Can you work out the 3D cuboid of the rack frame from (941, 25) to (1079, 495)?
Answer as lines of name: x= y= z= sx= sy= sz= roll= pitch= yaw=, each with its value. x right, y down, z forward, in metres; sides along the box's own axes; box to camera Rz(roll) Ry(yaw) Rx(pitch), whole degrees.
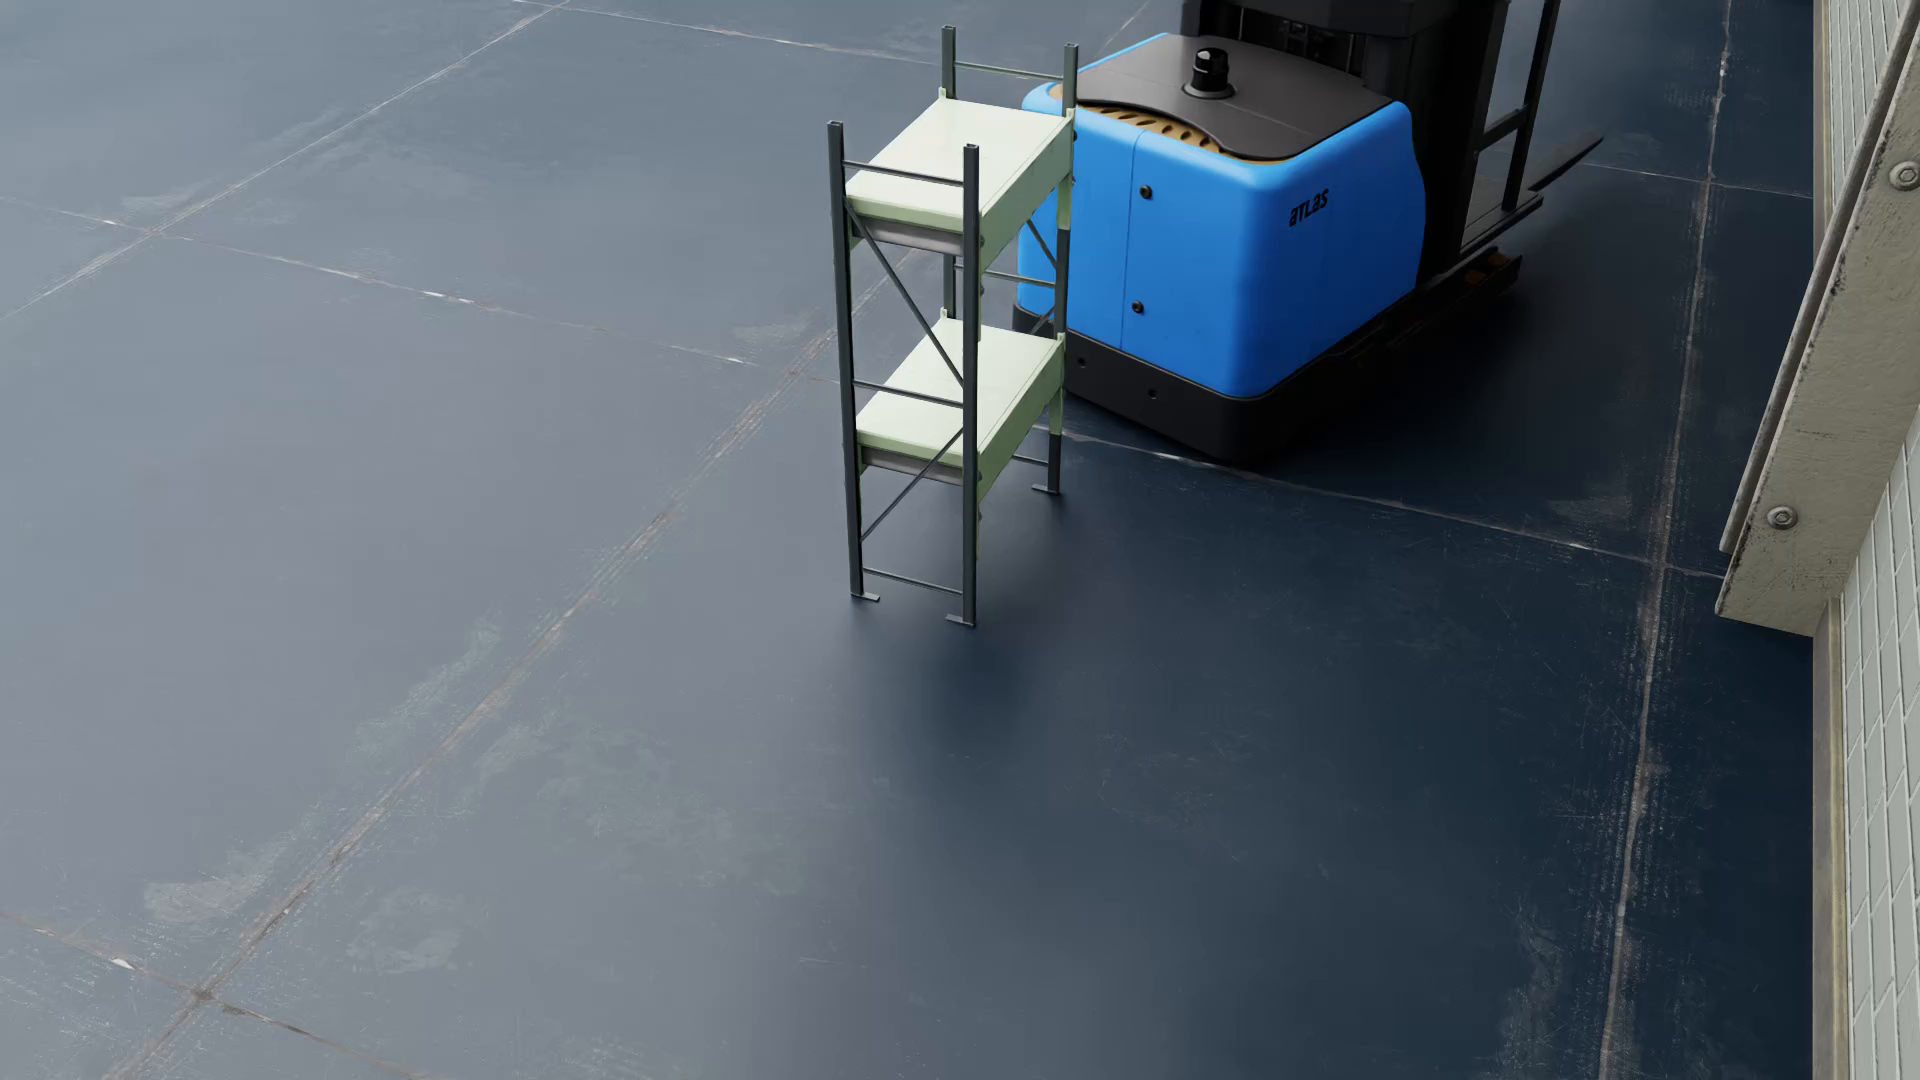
rack frame: x=0.137 y=-0.800 z=5.067 sx=0.400 sy=1.500 sz=0.023 roll=14 pitch=39 yaw=18

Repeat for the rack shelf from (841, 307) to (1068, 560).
rack shelf: x=-0.003 y=-0.336 z=4.991 sx=0.431 sy=0.370 sz=0.720 roll=14 pitch=39 yaw=18

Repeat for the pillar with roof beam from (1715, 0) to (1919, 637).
pillar with roof beam: x=-1.515 y=-4.437 z=3.670 sx=9.100 sy=9.000 sz=0.400 roll=14 pitch=39 yaw=18

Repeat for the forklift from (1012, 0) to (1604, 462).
forklift: x=1.547 y=-2.228 z=5.783 sx=1.130 sy=2.935 sz=3.031 roll=28 pitch=45 yaw=32

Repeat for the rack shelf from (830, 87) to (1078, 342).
rack shelf: x=-0.003 y=-0.910 z=4.562 sx=0.431 sy=0.370 sz=0.720 roll=14 pitch=39 yaw=18

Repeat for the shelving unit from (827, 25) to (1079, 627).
shelving unit: x=-0.003 y=-0.597 z=4.796 sx=0.431 sy=1.500 sz=0.755 roll=14 pitch=39 yaw=18

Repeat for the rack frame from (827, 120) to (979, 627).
rack frame: x=-0.142 y=-0.394 z=4.525 sx=0.400 sy=1.500 sz=0.023 roll=14 pitch=39 yaw=18
